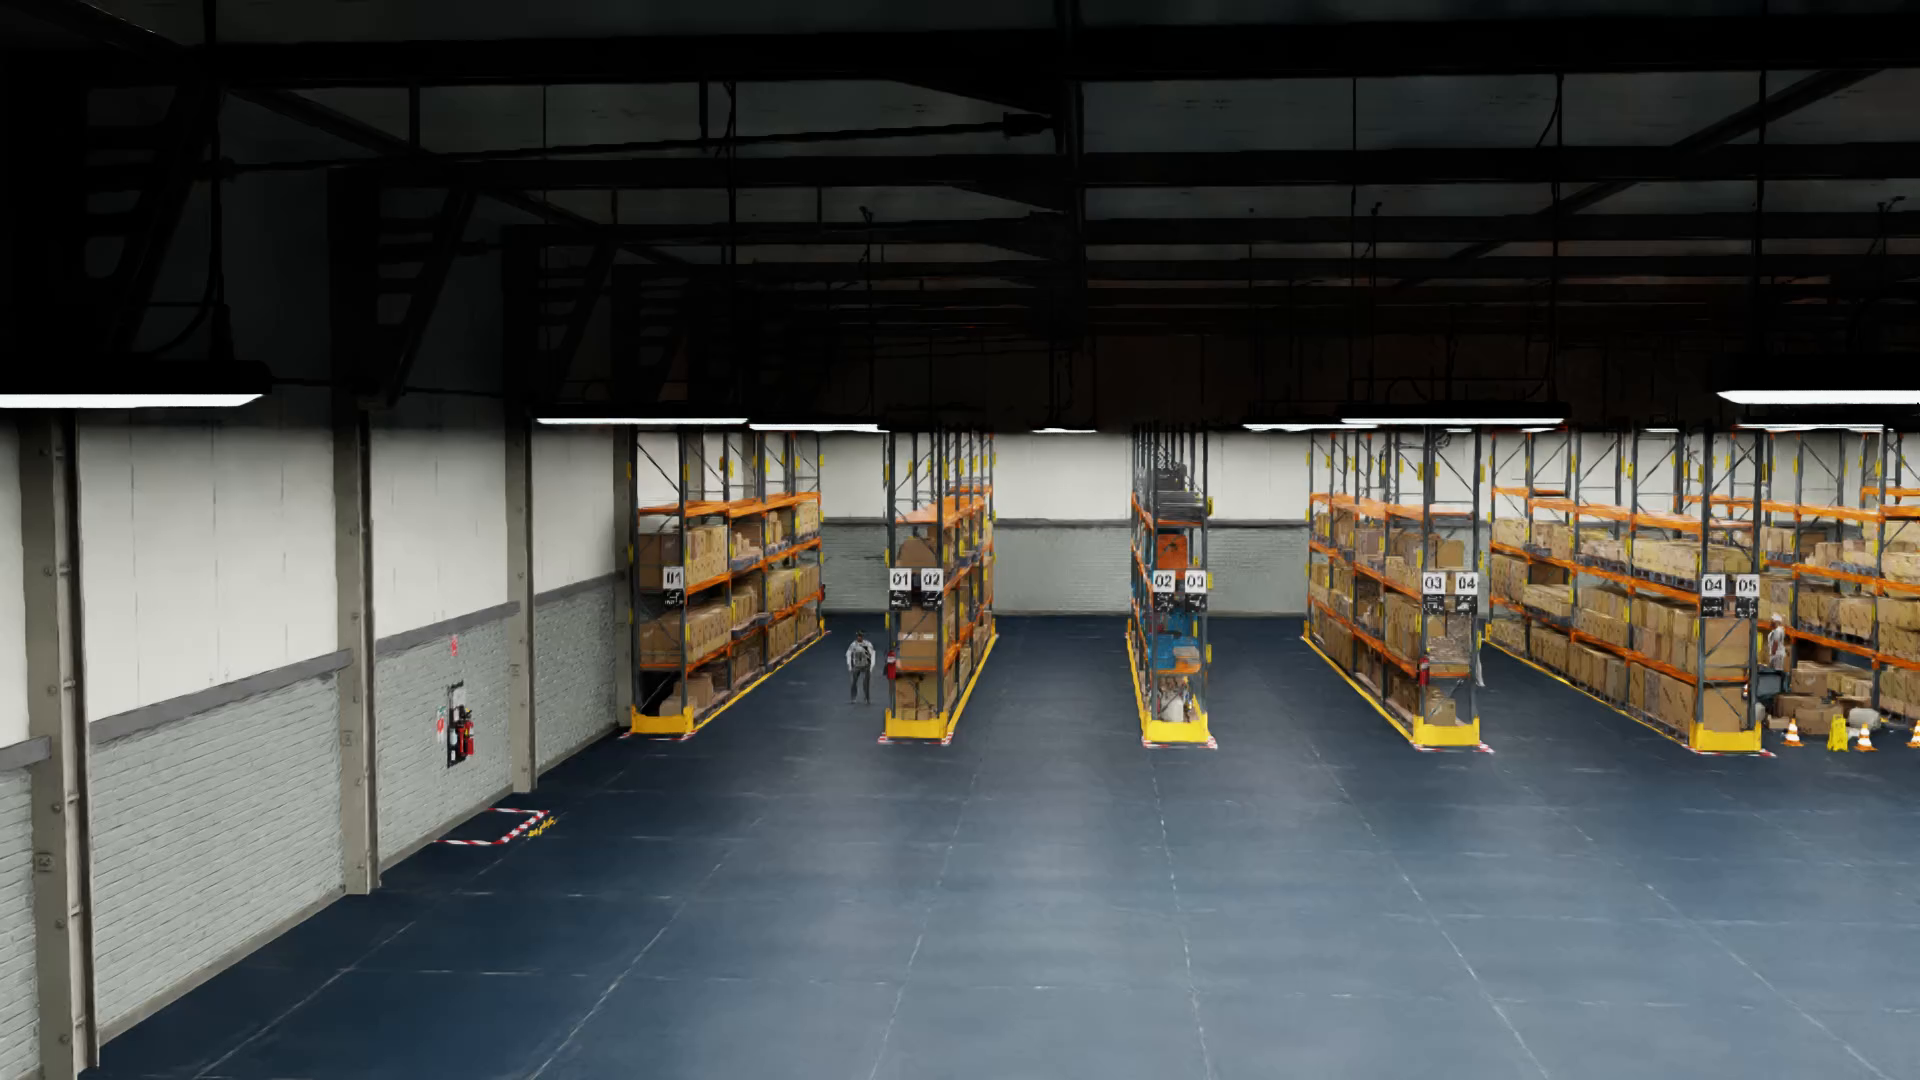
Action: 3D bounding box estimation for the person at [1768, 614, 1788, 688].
[{"bbox_3d":[17.874,2.507,36.499,0.577,1.783,0.662,2,4,28],"label":"person"}]

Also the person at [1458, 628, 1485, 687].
[{"bbox_3d":[11.592,2.514,37.793,0.444,1.604,1.016,0,4,-3],"label":"person"}]

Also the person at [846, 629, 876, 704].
[{"bbox_3d":[-2.106,2.680,35.344,0.637,1.628,0.512,0,4,3],"label":"person"}]
